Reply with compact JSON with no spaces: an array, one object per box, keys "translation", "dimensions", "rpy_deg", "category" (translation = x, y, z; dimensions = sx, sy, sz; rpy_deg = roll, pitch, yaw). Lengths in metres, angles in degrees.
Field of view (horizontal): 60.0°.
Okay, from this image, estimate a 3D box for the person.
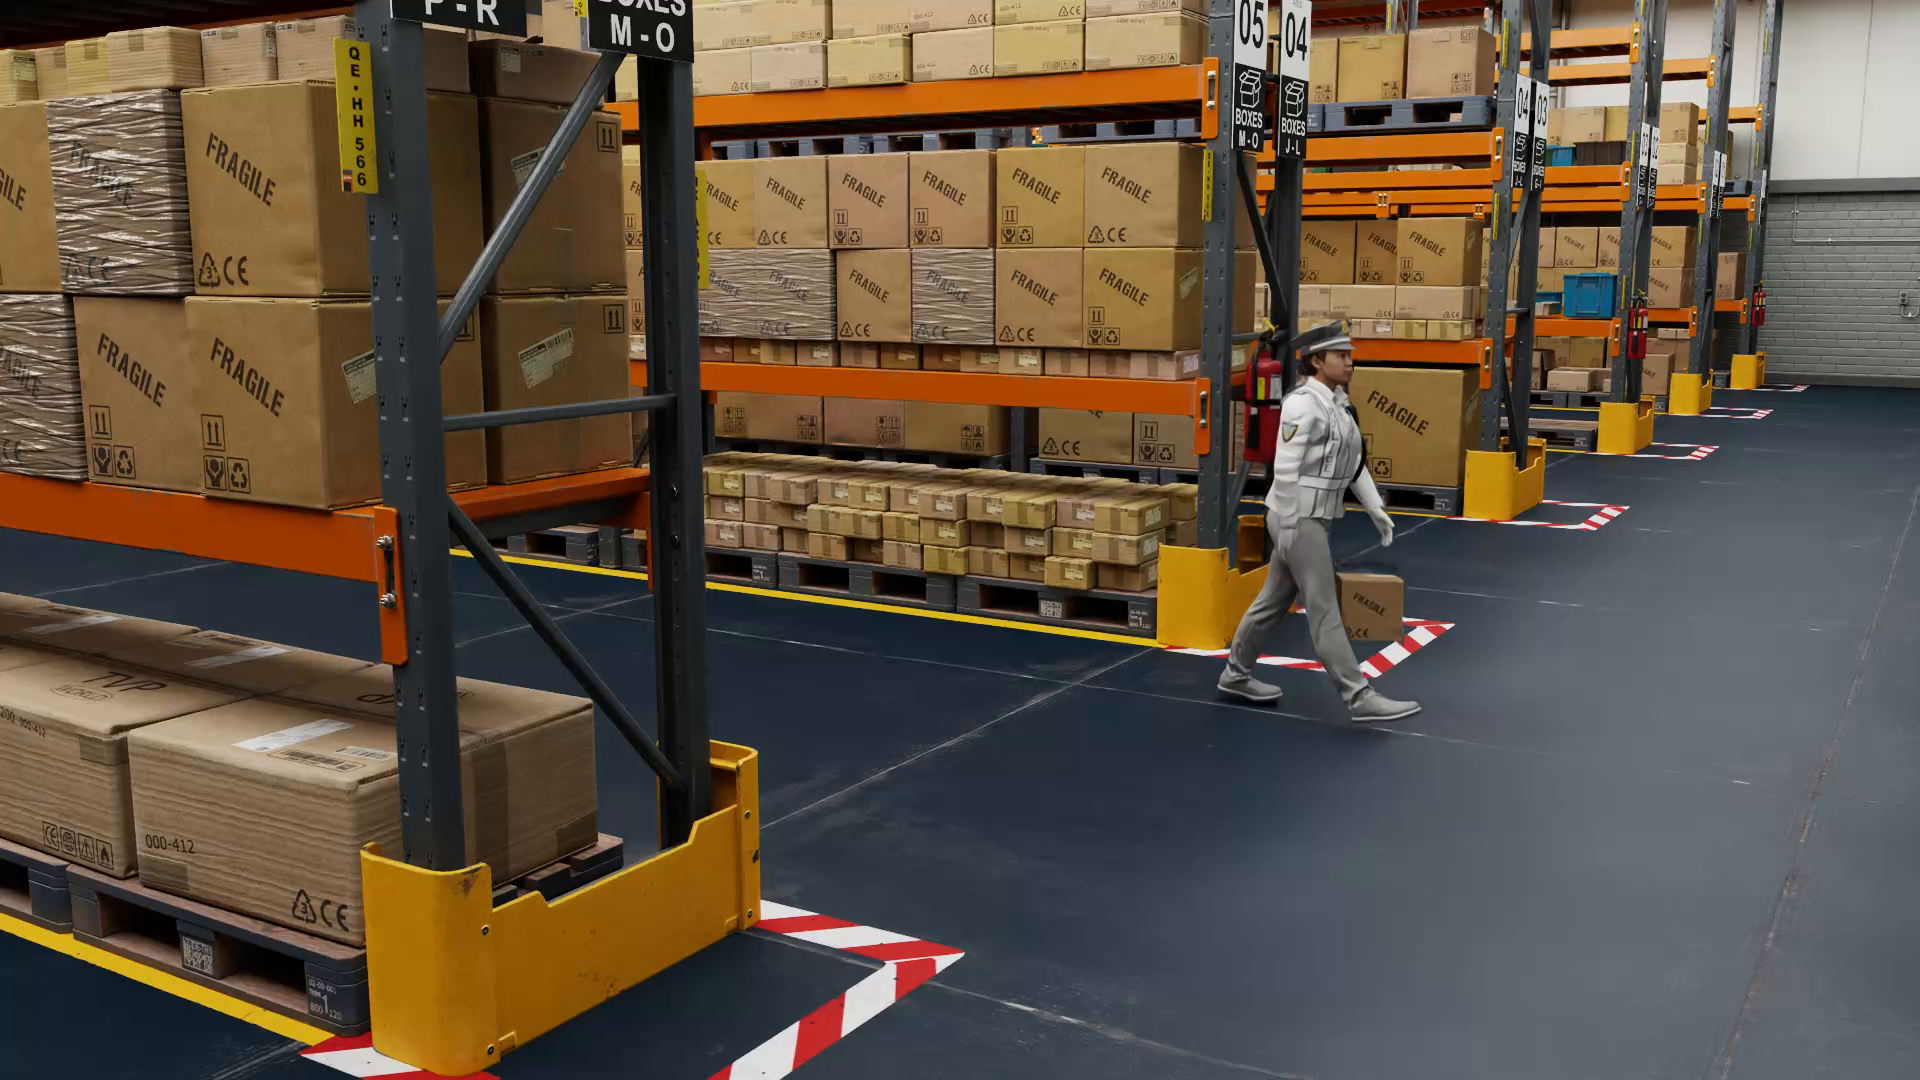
[{"translation":[1.510,-0.087,6.855],"dimensions":[0.946,1.632,0.506],"rpy_deg":[6,11,31],"category":"person"}]
